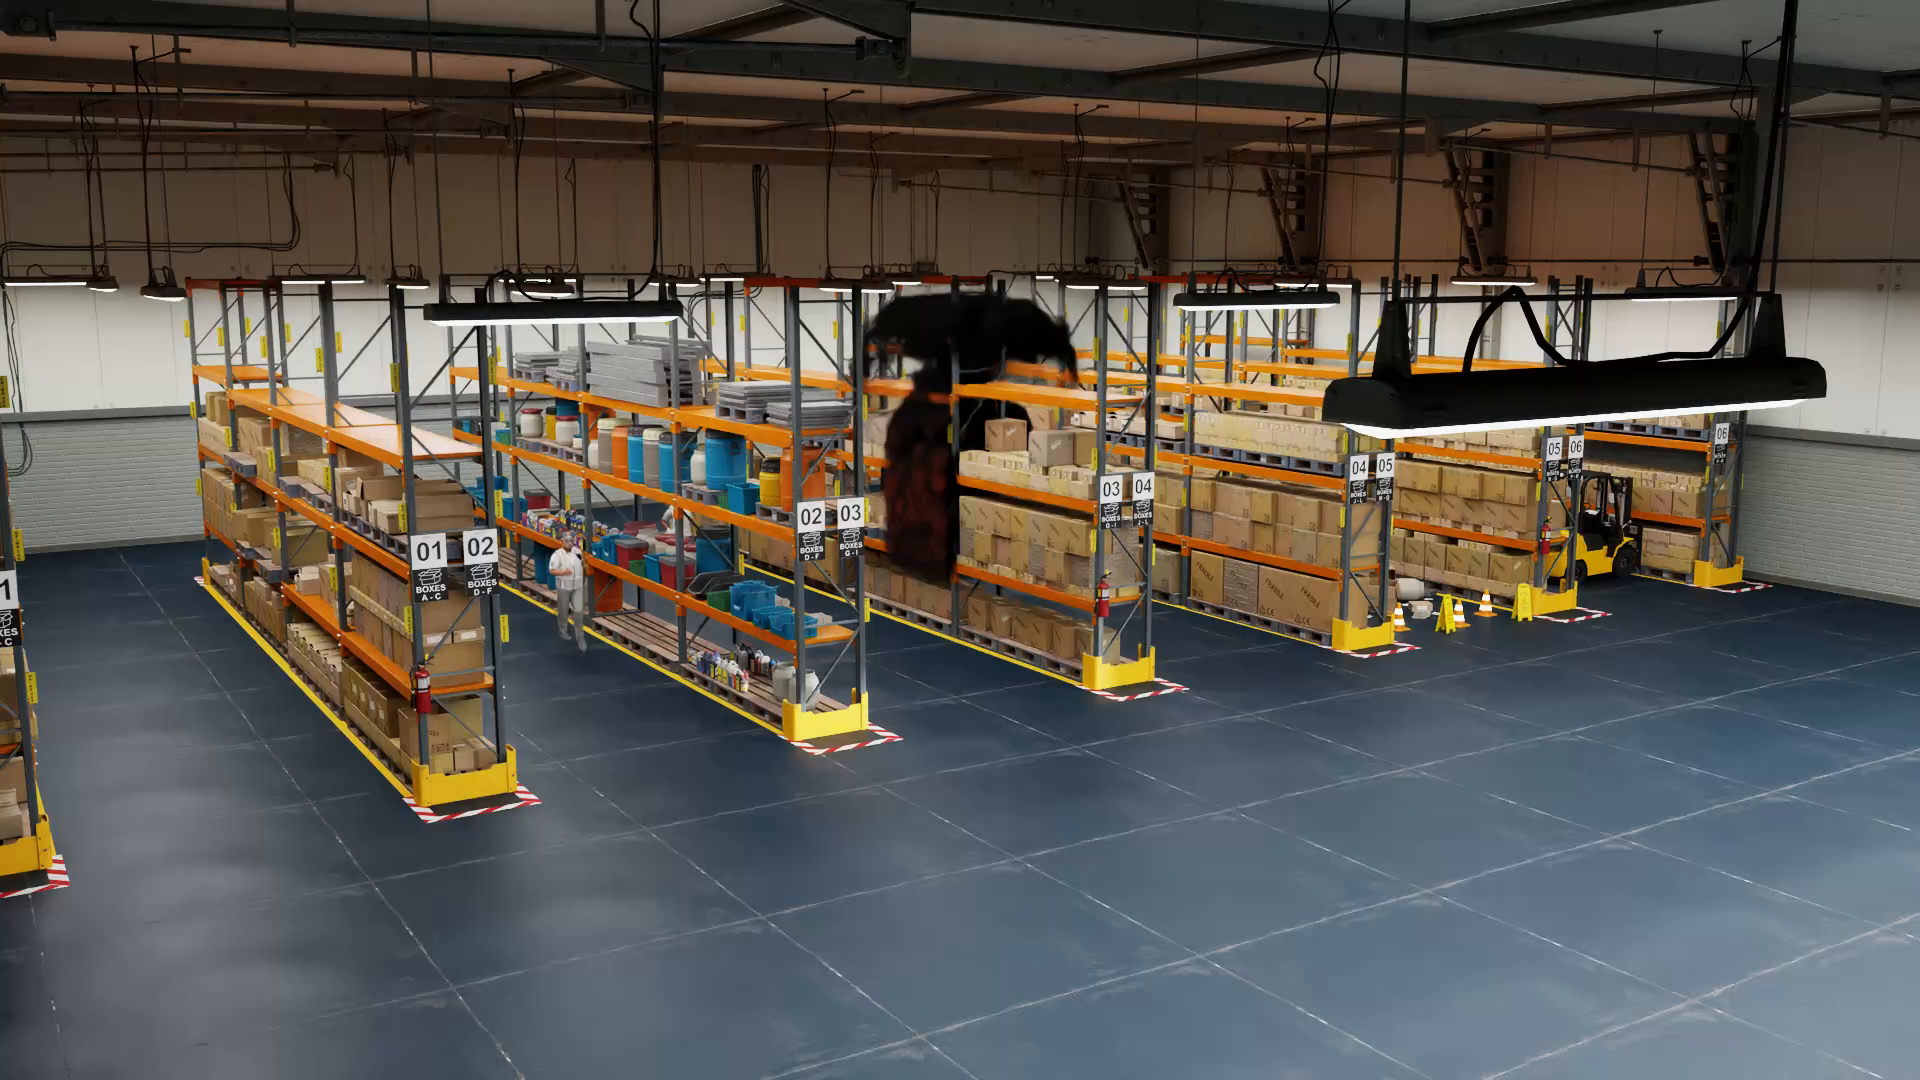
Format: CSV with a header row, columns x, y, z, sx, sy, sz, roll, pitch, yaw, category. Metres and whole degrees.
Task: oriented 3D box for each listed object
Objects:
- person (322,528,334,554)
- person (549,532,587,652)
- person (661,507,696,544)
x,y,z,sx,sy,sz,roll,pitch,yaw,category
-13.051,-0.119,33.967,0.592,1.609,0.645,-9,13,-42,person
-6.185,0.804,26.361,0.640,1.908,0.766,-6,11,-30,person
-5.551,-0.101,33.052,0.686,1.667,0.922,-8,12,-39,person
